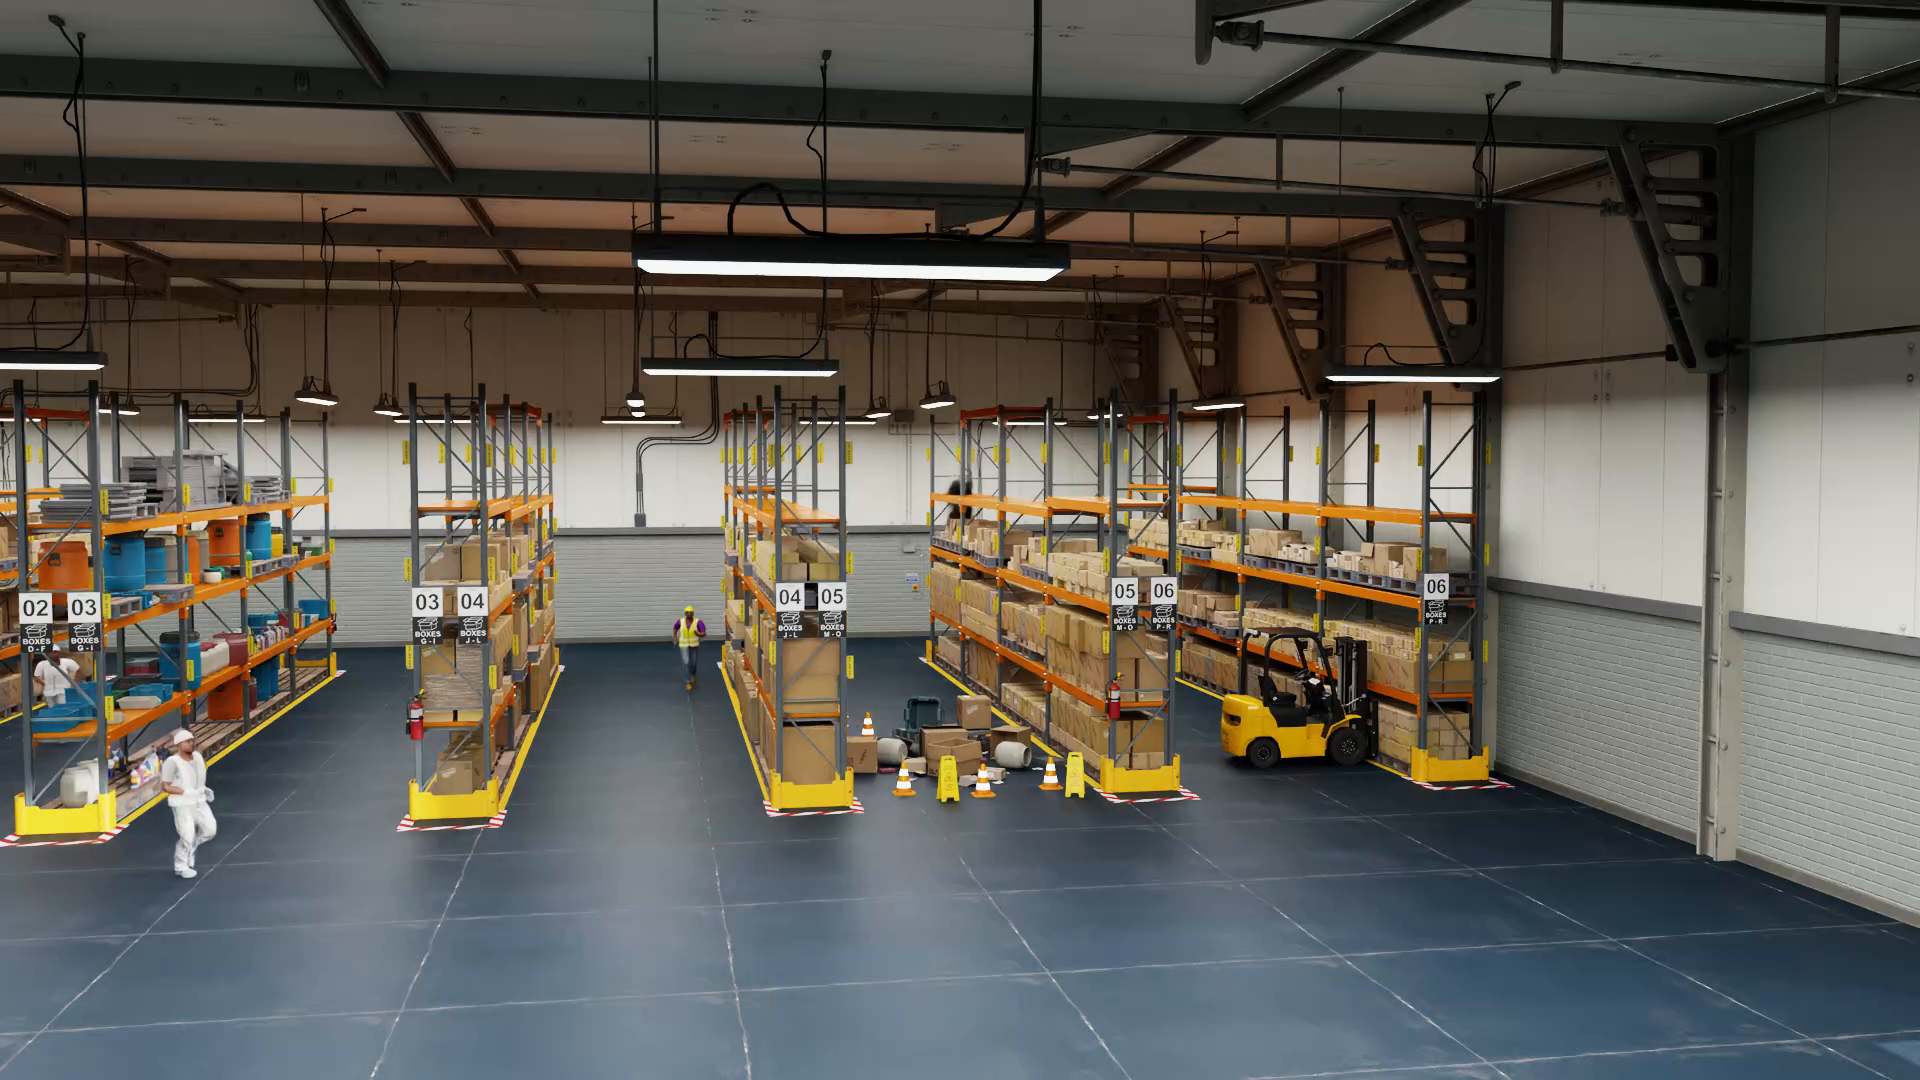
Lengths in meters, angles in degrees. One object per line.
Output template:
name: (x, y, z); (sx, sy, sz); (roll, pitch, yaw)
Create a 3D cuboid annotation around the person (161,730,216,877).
person: (-9.118, 3.127, 19.734); (0.583, 1.739, 0.678); (1, 3, 24)

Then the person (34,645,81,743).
person: (-15.647, 2.663, 28.799); (0.688, 1.723, 0.695); (-1, 3, -16)

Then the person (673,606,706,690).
person: (-5.781, 2.282, 35.589); (0.696, 1.759, 0.988); (-1, 3, -10)
